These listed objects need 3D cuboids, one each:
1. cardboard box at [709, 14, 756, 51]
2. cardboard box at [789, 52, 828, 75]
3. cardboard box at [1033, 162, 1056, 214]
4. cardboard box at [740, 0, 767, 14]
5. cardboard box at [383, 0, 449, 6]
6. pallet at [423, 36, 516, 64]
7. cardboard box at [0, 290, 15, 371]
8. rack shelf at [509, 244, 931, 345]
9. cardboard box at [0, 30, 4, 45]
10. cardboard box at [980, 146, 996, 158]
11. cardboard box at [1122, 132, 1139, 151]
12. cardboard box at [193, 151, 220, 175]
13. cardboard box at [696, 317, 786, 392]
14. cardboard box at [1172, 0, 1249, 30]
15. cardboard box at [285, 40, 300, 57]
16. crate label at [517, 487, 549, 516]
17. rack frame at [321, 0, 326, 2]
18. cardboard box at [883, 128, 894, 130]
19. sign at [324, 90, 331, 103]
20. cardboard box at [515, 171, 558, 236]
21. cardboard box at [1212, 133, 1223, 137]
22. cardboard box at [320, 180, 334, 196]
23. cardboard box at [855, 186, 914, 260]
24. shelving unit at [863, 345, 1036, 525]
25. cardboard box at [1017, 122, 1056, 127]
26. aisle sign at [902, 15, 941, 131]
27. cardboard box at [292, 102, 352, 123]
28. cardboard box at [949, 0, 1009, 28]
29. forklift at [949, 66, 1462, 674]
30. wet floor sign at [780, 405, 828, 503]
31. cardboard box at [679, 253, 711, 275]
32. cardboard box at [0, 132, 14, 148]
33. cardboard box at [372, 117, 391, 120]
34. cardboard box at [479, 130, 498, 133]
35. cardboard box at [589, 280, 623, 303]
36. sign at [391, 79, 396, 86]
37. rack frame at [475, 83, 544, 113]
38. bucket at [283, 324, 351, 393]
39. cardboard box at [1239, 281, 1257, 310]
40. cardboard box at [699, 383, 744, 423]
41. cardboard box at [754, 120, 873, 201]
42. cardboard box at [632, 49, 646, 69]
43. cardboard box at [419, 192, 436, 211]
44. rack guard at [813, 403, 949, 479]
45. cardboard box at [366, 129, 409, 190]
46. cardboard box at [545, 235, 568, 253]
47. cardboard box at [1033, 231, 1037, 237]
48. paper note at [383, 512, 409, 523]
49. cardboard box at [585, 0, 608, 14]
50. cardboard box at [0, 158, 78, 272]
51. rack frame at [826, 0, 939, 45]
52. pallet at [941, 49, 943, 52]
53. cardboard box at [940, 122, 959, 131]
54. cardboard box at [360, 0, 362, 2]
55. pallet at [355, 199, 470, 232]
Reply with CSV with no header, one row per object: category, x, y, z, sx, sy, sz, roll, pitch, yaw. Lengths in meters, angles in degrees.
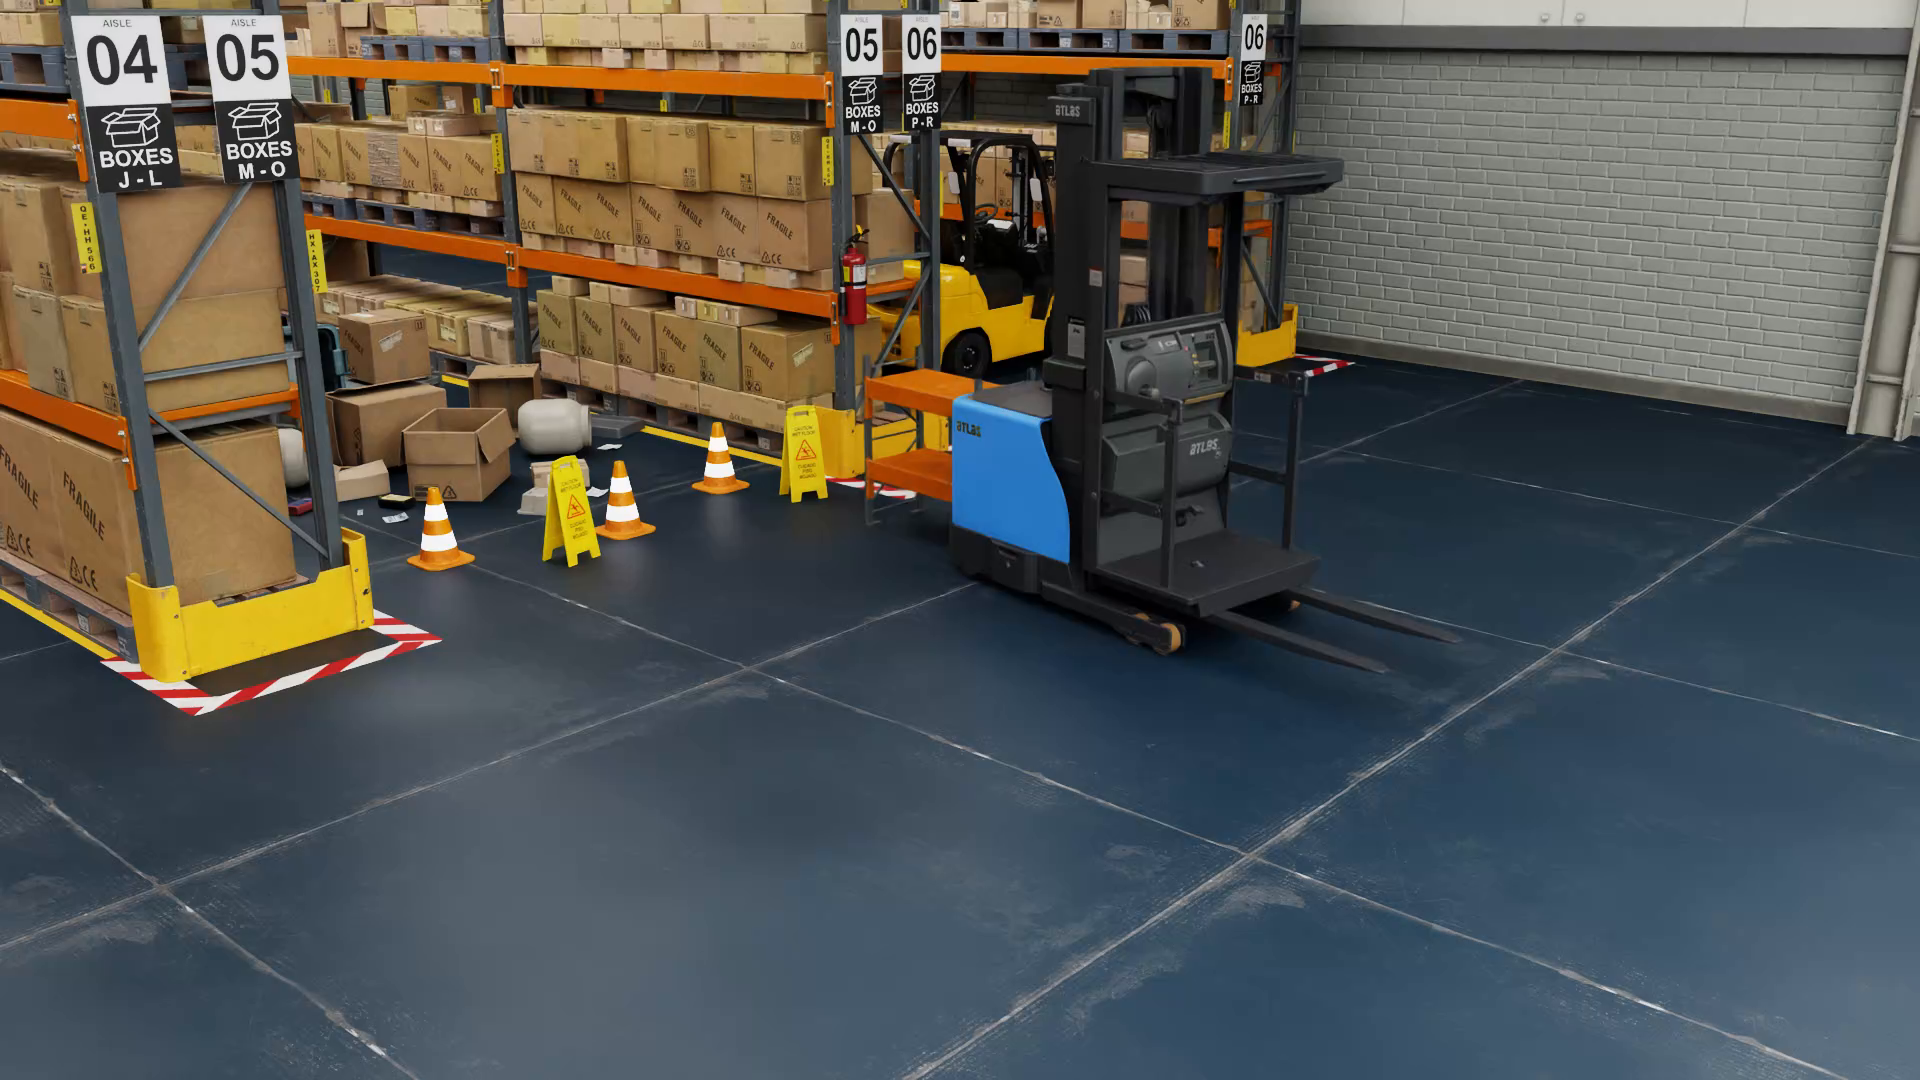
cardboard box,-1.449,-3.661,11.985,0.500,0.250,0.500,15,23,39
cardboard box,-0.974,-3.333,11.611,0.250,0.149,0.380,15,23,39
cardboard box,1.080,-3.533,16.620,0.500,0.500,0.500,15,23,40
cardboard box,-1.341,-3.813,11.807,0.250,0.149,0.380,15,23,39
cardboard box,-4.809,-4.902,14.867,0.500,0.250,0.500,16,23,40
pallet,-3.904,-4.306,14.572,1.003,0.211,1.213,15,23,39
cardboard box,-5.224,-1.353,9.670,0.500,0.550,0.875,15,23,39
rack shelf,-2.017,-2.073,13.375,4.000,0.370,1.077,15,23,39
cardboard box,-4.585,-2.524,8.204,0.250,0.149,0.380,15,23,40
cardboard box,0.386,-4.011,17.053,0.250,0.149,0.380,16,23,40
cardboard box,1.539,-3.844,16.036,0.250,0.149,0.380,16,23,41
cardboard box,-7.818,-4.028,17.765,0.500,0.250,0.500,14,23,38
cardboard box,-1.686,-1.467,12.888,0.500,0.500,0.500,16,24,41
cardboard box,2.278,-4.897,15.100,0.500,0.500,0.500,16,24,41
cardboard box,-6.382,-4.829,16.326,0.250,0.149,0.380,15,23,39
crate label,-2.811,-0.269,11.233,0.298,0.136,0.250,4,18,11
rack frame,-9.196,-9.210,24.757,0.127,3.000,1.000,15,23,39
cardboard box,-0.899,-4.580,18.847,0.250,0.149,0.380,15,23,39
sign,-9.556,-6.641,25.146,0.005,0.325,0.100,15,23,39
cardboard box,-3.369,-2.856,13.994,0.500,0.500,0.500,15,23,39
cardboard box,2.504,-3.820,15.961,0.250,0.149,0.380,16,24,41
cardboard box,-6.022,-3.464,16.289,0.250,0.149,0.380,13,22,36
cardboard box,-0.691,-2.362,12.438,0.500,0.500,0.500,15,23,38
shelving unit,-0.079,-0.580,10.581,0.538,1.125,1.048,-16,24,-41
cardboard box,0.814,-4.298,17.467,0.250,0.149,0.380,14,23,38
aisle sign,-0.269,-3.311,11.789,0.004,0.787,0.394,15,23,39
cardboard box,-6.711,-4.299,17.382,0.500,0.500,0.500,14,22,37
cardboard box,0.239,-5.354,16.853,0.500,0.311,0.500,16,23,40
forklift,1.275,-0.969,8.818,1.130,2.935,3.031,-15,23,-38
wet floor sign,-1.089,-0.612,11.474,0.267,0.644,0.232,-9,20,-27
cardboard box,-1.946,-2.162,12.882,0.250,0.149,0.380,15,23,39
cardboard box,-11.923,-5.018,21.300,0.500,0.500,0.500,15,23,38
cardboard box,-8.659,-6.168,24.844,0.500,0.250,0.500,15,23,40
cardboard box,-4.409,-3.569,15.548,0.500,0.500,0.500,15,23,39
cardboard box,-2.812,-2.053,13.661,0.250,0.149,0.380,16,24,41
sign,-8.813,-7.175,25.824,0.005,0.325,0.100,15,23,39
rack frame,-6.205,-5.548,23.134,0.127,3.000,1.000,15,23,39
bucket,-5.091,-1.336,12.761,0.726,0.611,0.620,-9,10,-27
cardboard box,2.557,-2.408,16.264,0.500,0.250,0.500,16,23,40
cardboard box,-1.687,-1.111,13.006,0.500,0.250,0.500,15,23,39
cardboard box,-1.048,-2.734,11.957,0.500,0.500,0.700,14,23,38
cardboard box,-2.288,-3.699,12.766,0.250,0.149,0.380,15,23,40
cardboard box,-4.676,-3.090,15.110,0.250,0.149,0.380,15,23,40
rack guard,-0.578,-0.838,12.427,0.348,0.500,1.175,15,23,39
cardboard box,-5.157,-3.557,15.511,0.500,0.500,0.500,14,22,37
cardboard box,-3.267,-2.523,14.018,0.250,0.149,0.380,16,24,41
cardboard box,0.664,-3.154,17.790,0.500,0.250,0.500,15,23,38
paper note,-3.746,-0.149,11.033,0.144,0.017,0.142,-9,20,-27
cardboard box,-2.691,-4.173,12.940,0.250,0.149,0.380,14,22,37
cardboard box,-5.267,-1.853,9.460,0.500,0.550,0.875,15,23,39
rack frame,-0.521,-4.874,11.093,0.127,3.000,1.000,15,23,39
pallet,-0.889,-5.454,18.196,1.217,0.209,0.805,14,22,37
cardboard box,-0.180,-4.309,17.501,0.250,0.149,0.380,16,23,40
cardboard box,-8.663,-7.837,24.318,0.500,0.250,0.500,15,23,39
pallet,-4.997,-3.141,15.868,1.213,0.211,1.003,15,23,39
